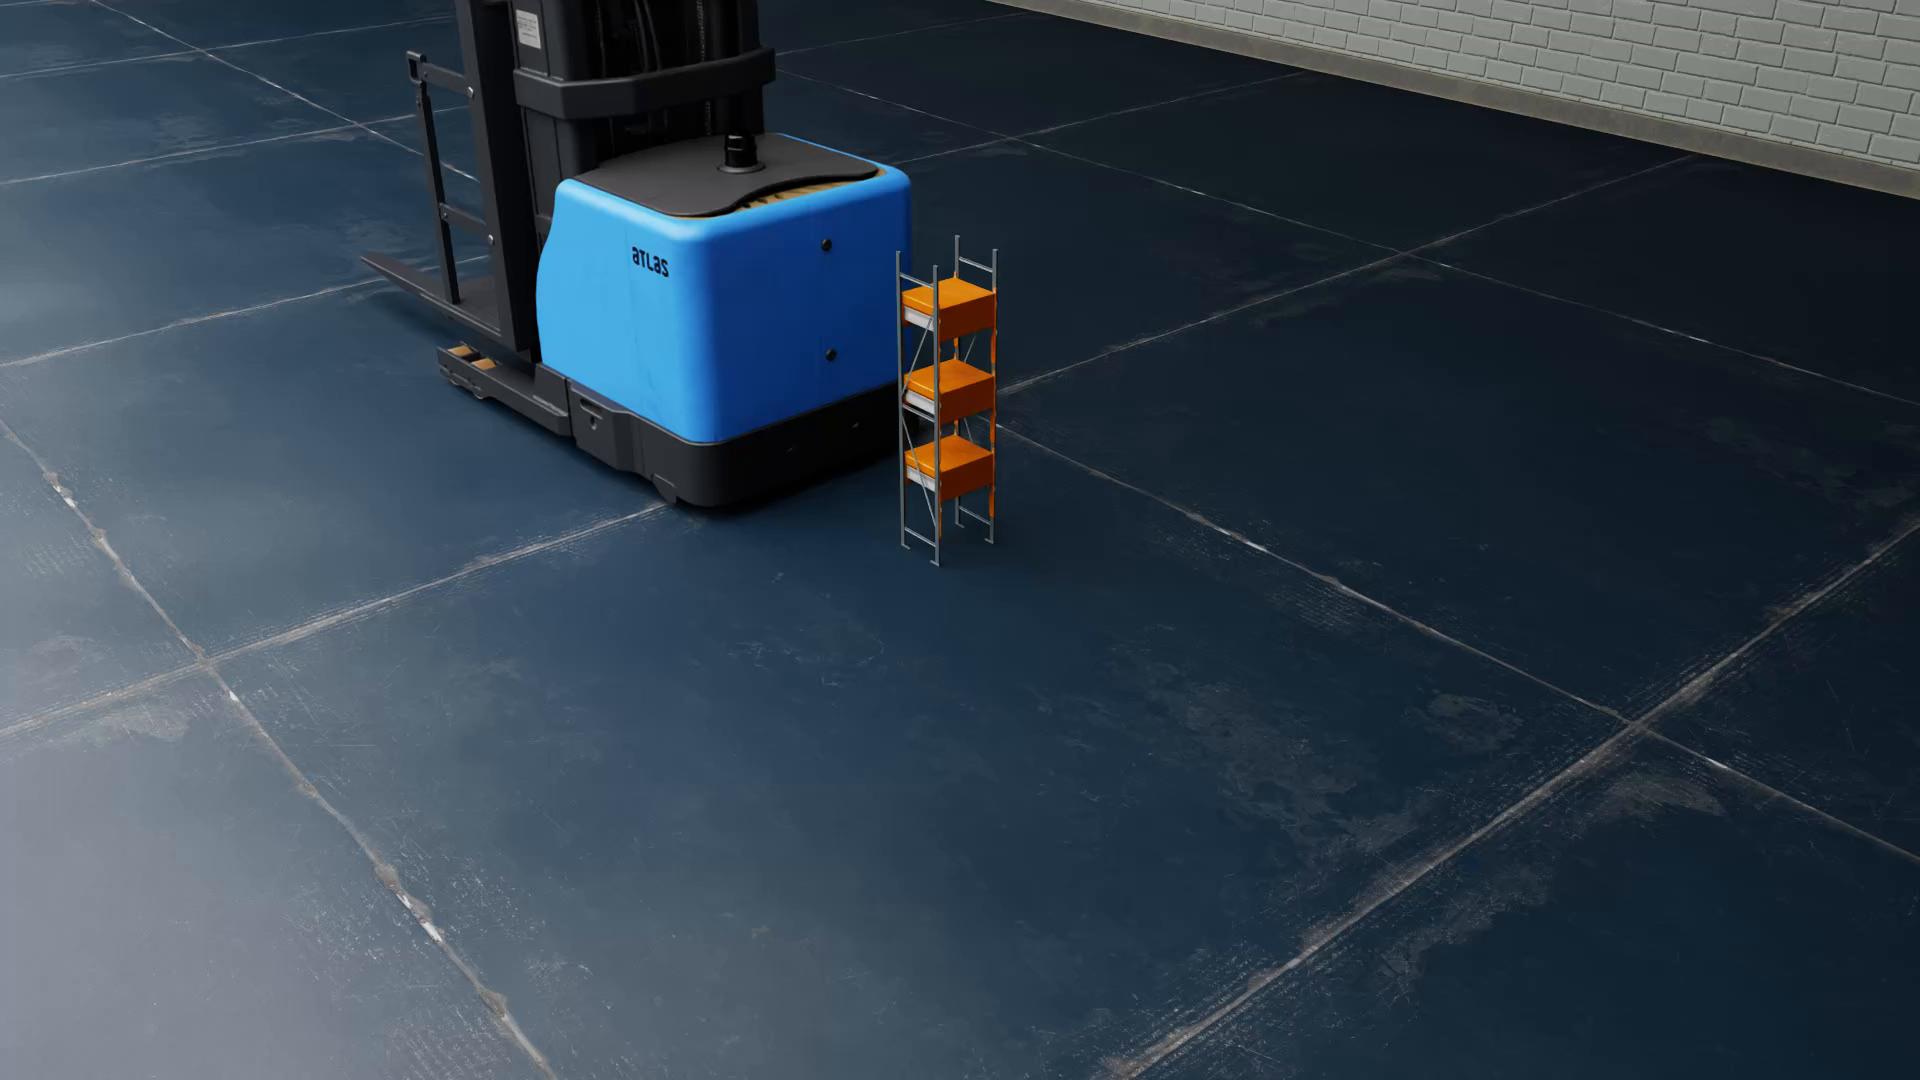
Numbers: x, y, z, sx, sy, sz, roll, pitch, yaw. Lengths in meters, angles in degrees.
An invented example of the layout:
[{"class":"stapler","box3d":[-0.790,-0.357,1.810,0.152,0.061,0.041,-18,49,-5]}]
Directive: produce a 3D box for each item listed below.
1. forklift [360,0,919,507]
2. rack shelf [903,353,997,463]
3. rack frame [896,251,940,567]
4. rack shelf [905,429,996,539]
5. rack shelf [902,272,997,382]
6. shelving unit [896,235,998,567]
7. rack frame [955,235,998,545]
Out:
[{"class":"forklift","box3d":[-1.530,-2.014,6.409,1.130,2.935,3.031,-24,36,-37]},{"class":"rack shelf","box3d":[-0.041,-0.437,5.477,0.240,0.259,0.215,-22,35,-35]},{"class":"rack frame","box3d":[-0.134,-0.409,5.402,0.008,1.050,0.200,-22,35,-35]},{"class":"rack shelf","box3d":[-0.041,-0.192,5.608,0.240,0.259,0.215,-22,35,-35]},{"class":"rack shelf","box3d":[-0.041,-0.688,5.343,0.240,0.259,0.215,-22,35,-35]},{"class":"shelving unit","box3d":[-0.041,-0.447,5.472,0.252,1.050,0.215,-22,35,-35]},{"class":"rack frame","box3d":[0.052,-0.484,5.542,0.008,1.050,0.200,-22,35,-35]}]
